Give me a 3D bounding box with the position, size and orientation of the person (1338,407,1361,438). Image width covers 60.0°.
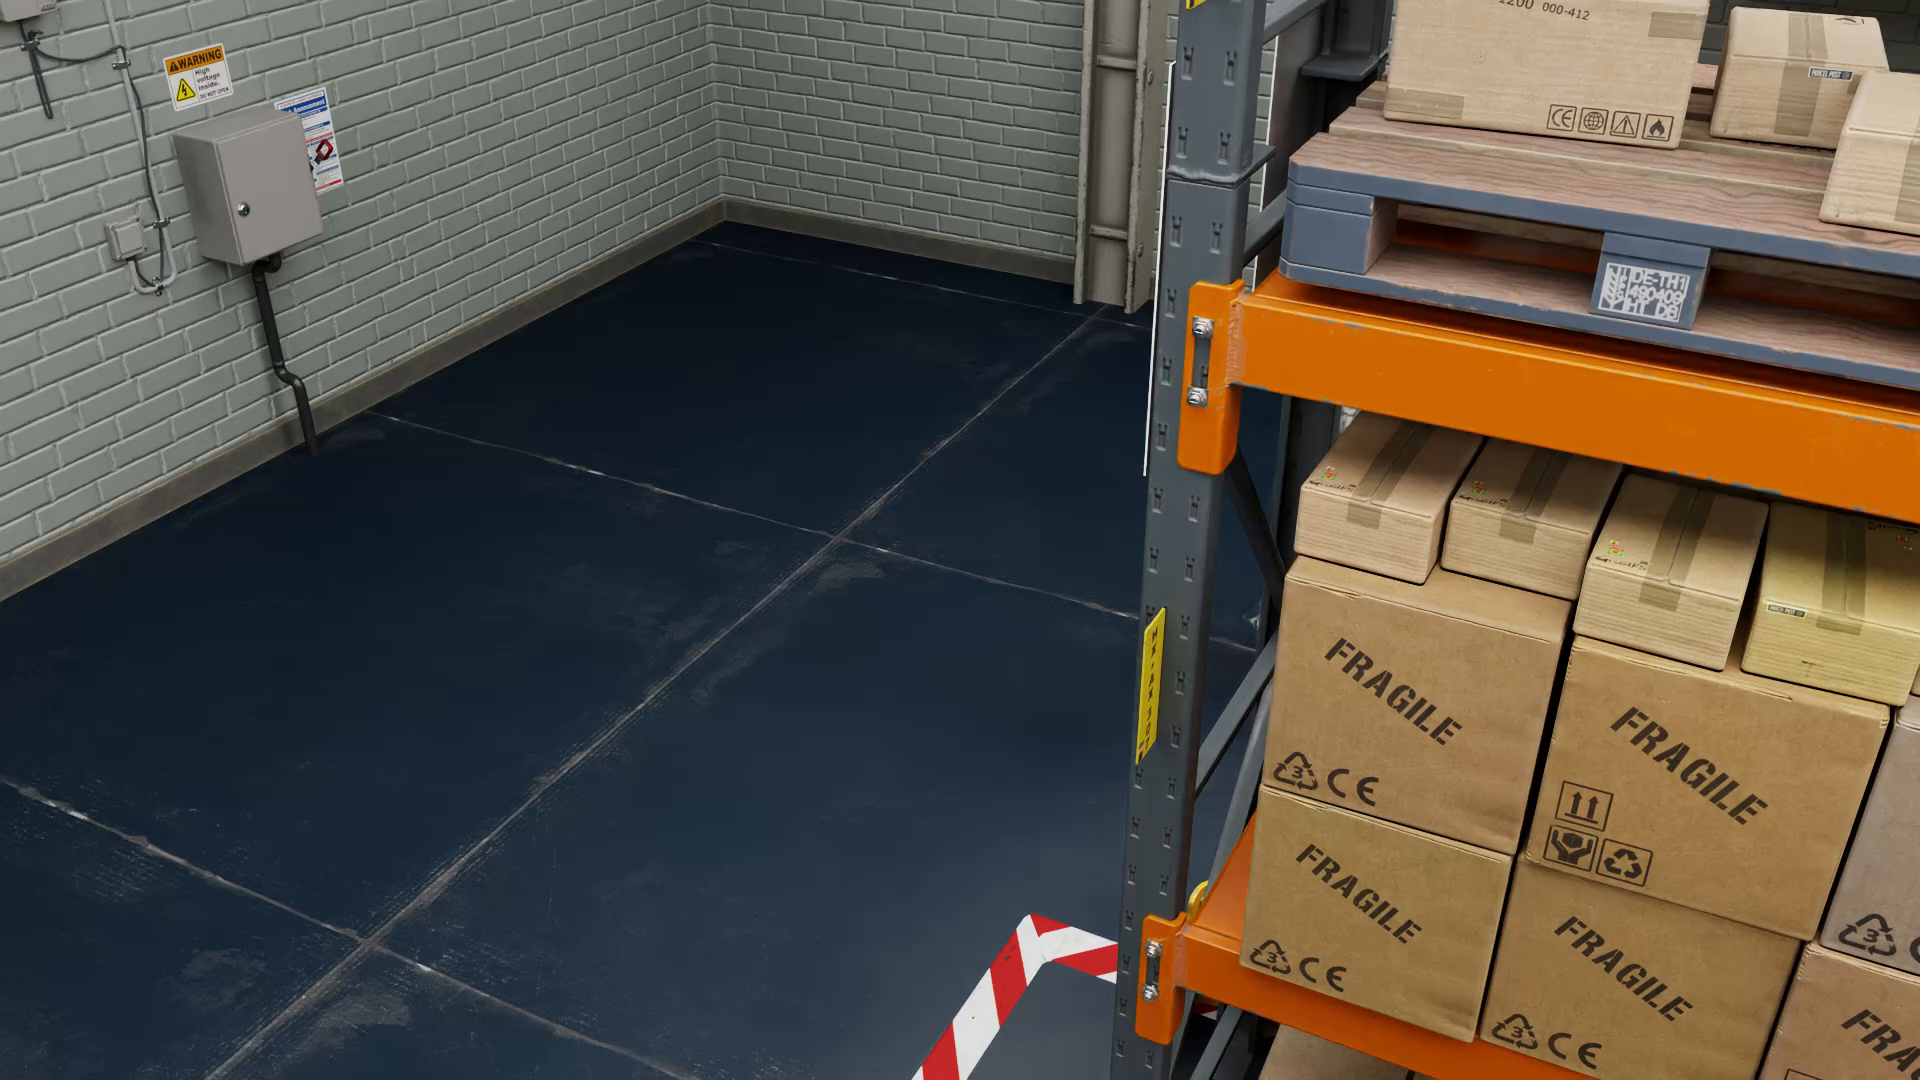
[{"bbox_3d":[1.572,-0.157,6.421,0.449,1.690,0.470,-14,33,-23],"label":"person"}]
